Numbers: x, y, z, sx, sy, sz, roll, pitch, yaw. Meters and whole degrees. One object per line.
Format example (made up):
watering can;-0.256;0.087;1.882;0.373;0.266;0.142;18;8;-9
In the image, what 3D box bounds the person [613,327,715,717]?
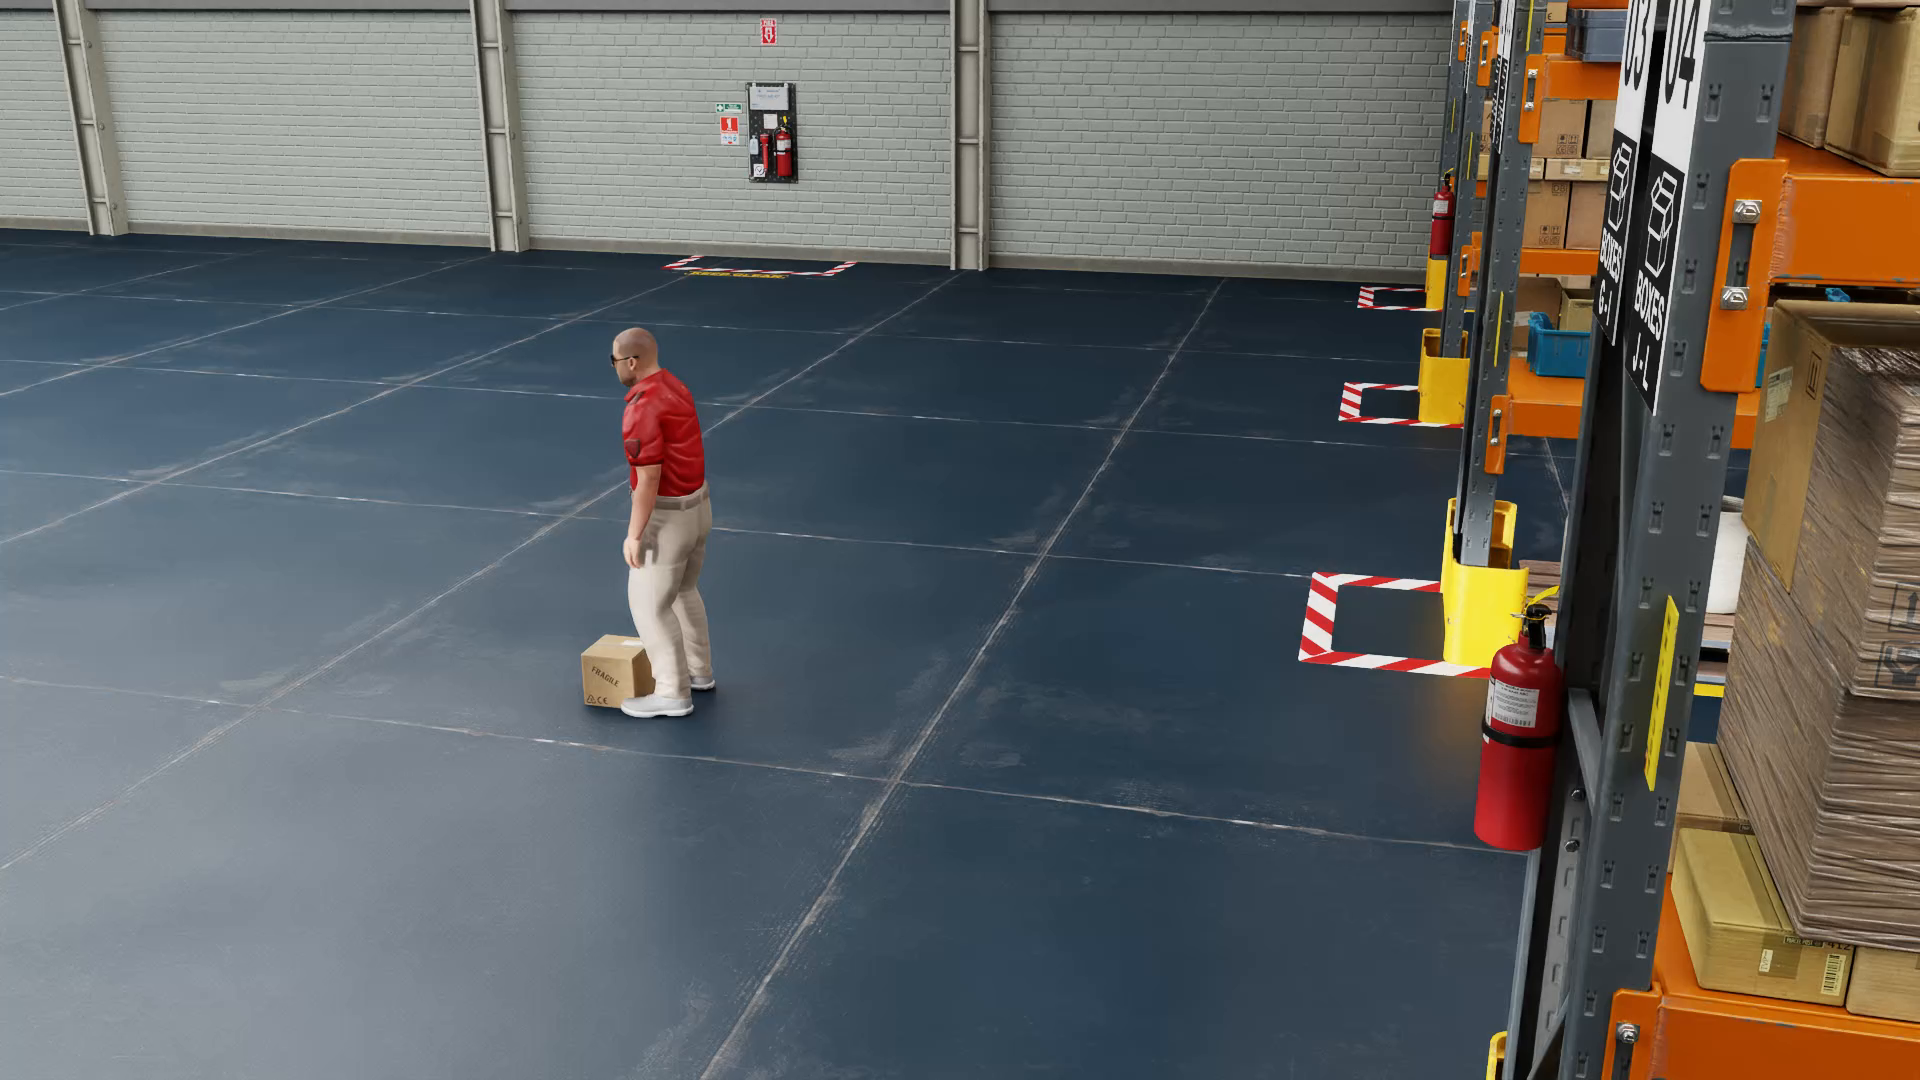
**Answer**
person;-1.311;-0.084;7.333;0.393;1.727;0.586;5;19;14
